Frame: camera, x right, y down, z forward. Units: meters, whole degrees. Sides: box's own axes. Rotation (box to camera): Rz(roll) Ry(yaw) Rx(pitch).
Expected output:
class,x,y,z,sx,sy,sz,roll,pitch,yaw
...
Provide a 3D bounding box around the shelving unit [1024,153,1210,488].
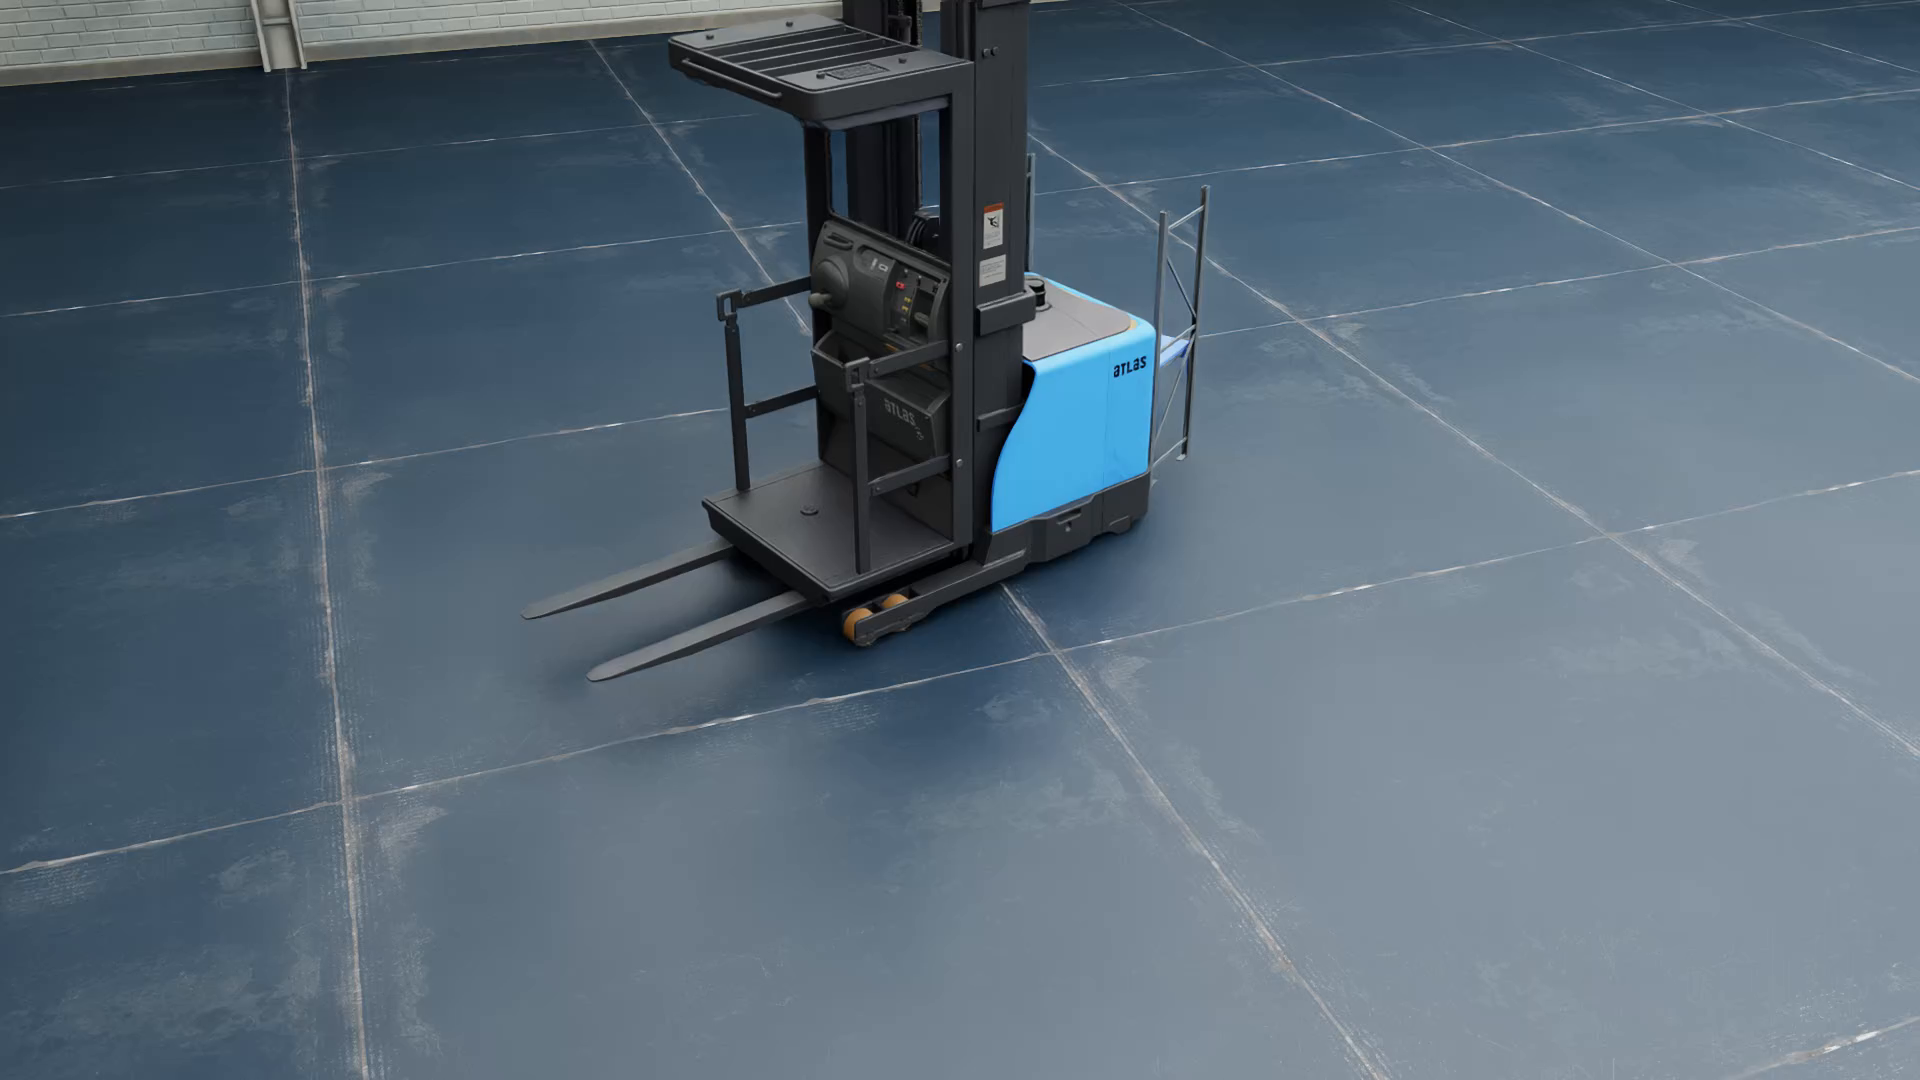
class,x,y,z,sx,sy,sz,roll,pitch,yaw
shelving unit,0.679,-1.158,8.768,1.048,1.500,0.538,18,34,28

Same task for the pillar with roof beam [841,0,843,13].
class,x,y,z,sx,sy,sz,roll,pitch,yaw
pillar with roof beam,0.435,-7.645,12.578,0.400,9.000,9.100,-10,31,-18

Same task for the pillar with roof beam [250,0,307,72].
class,x,y,z,sx,sy,sz,roll,pitch,yaw
pillar with roof beam,-5.189,-6.609,10.761,0.400,9.000,9.100,-10,31,-18

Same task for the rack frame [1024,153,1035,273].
class,x,y,z,sx,sy,sz,roll,pitch,yaw
rack frame,0.252,-1.294,9.007,0.032,1.500,0.500,18,34,28

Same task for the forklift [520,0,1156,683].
class,x,y,z,sx,sy,sz,roll,pitch,yaw
forklift,-0.523,-1.096,7.212,3.031,2.935,1.130,-21,36,-33

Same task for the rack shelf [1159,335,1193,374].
class,x,y,z,sx,sy,sz,roll,pitch,yaw
rack shelf,0.679,-1.002,8.857,1.000,0.185,0.538,18,34,28

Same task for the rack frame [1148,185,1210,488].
class,x,y,z,sx,sy,sz,roll,pitch,yaw
rack frame,1.107,-1.022,8.529,0.032,1.500,0.500,18,34,28
